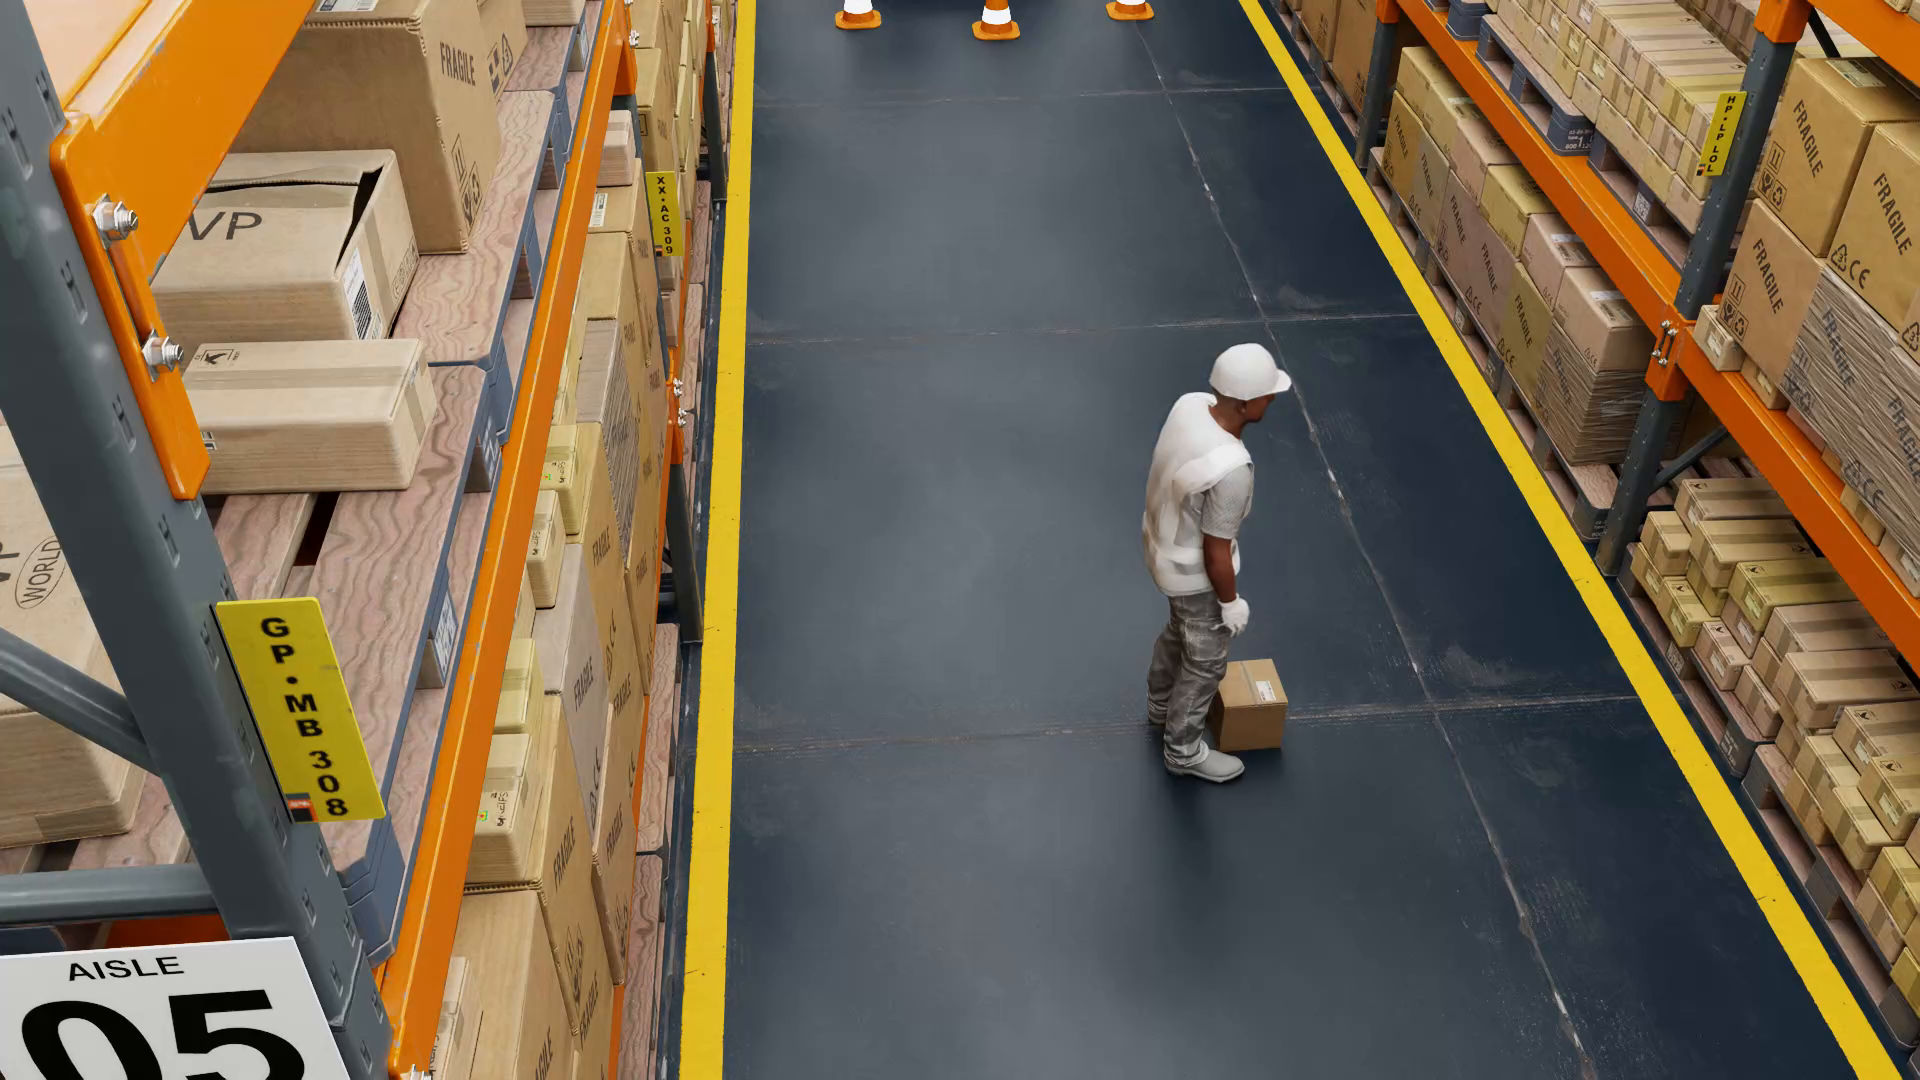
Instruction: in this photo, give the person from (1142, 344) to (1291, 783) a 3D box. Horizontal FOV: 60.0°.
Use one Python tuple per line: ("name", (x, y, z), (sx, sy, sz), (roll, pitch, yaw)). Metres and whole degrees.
("person", (0.896, 0.074, 6.052), (0.450, 1.774, 0.632), (-4, 39, -5))
